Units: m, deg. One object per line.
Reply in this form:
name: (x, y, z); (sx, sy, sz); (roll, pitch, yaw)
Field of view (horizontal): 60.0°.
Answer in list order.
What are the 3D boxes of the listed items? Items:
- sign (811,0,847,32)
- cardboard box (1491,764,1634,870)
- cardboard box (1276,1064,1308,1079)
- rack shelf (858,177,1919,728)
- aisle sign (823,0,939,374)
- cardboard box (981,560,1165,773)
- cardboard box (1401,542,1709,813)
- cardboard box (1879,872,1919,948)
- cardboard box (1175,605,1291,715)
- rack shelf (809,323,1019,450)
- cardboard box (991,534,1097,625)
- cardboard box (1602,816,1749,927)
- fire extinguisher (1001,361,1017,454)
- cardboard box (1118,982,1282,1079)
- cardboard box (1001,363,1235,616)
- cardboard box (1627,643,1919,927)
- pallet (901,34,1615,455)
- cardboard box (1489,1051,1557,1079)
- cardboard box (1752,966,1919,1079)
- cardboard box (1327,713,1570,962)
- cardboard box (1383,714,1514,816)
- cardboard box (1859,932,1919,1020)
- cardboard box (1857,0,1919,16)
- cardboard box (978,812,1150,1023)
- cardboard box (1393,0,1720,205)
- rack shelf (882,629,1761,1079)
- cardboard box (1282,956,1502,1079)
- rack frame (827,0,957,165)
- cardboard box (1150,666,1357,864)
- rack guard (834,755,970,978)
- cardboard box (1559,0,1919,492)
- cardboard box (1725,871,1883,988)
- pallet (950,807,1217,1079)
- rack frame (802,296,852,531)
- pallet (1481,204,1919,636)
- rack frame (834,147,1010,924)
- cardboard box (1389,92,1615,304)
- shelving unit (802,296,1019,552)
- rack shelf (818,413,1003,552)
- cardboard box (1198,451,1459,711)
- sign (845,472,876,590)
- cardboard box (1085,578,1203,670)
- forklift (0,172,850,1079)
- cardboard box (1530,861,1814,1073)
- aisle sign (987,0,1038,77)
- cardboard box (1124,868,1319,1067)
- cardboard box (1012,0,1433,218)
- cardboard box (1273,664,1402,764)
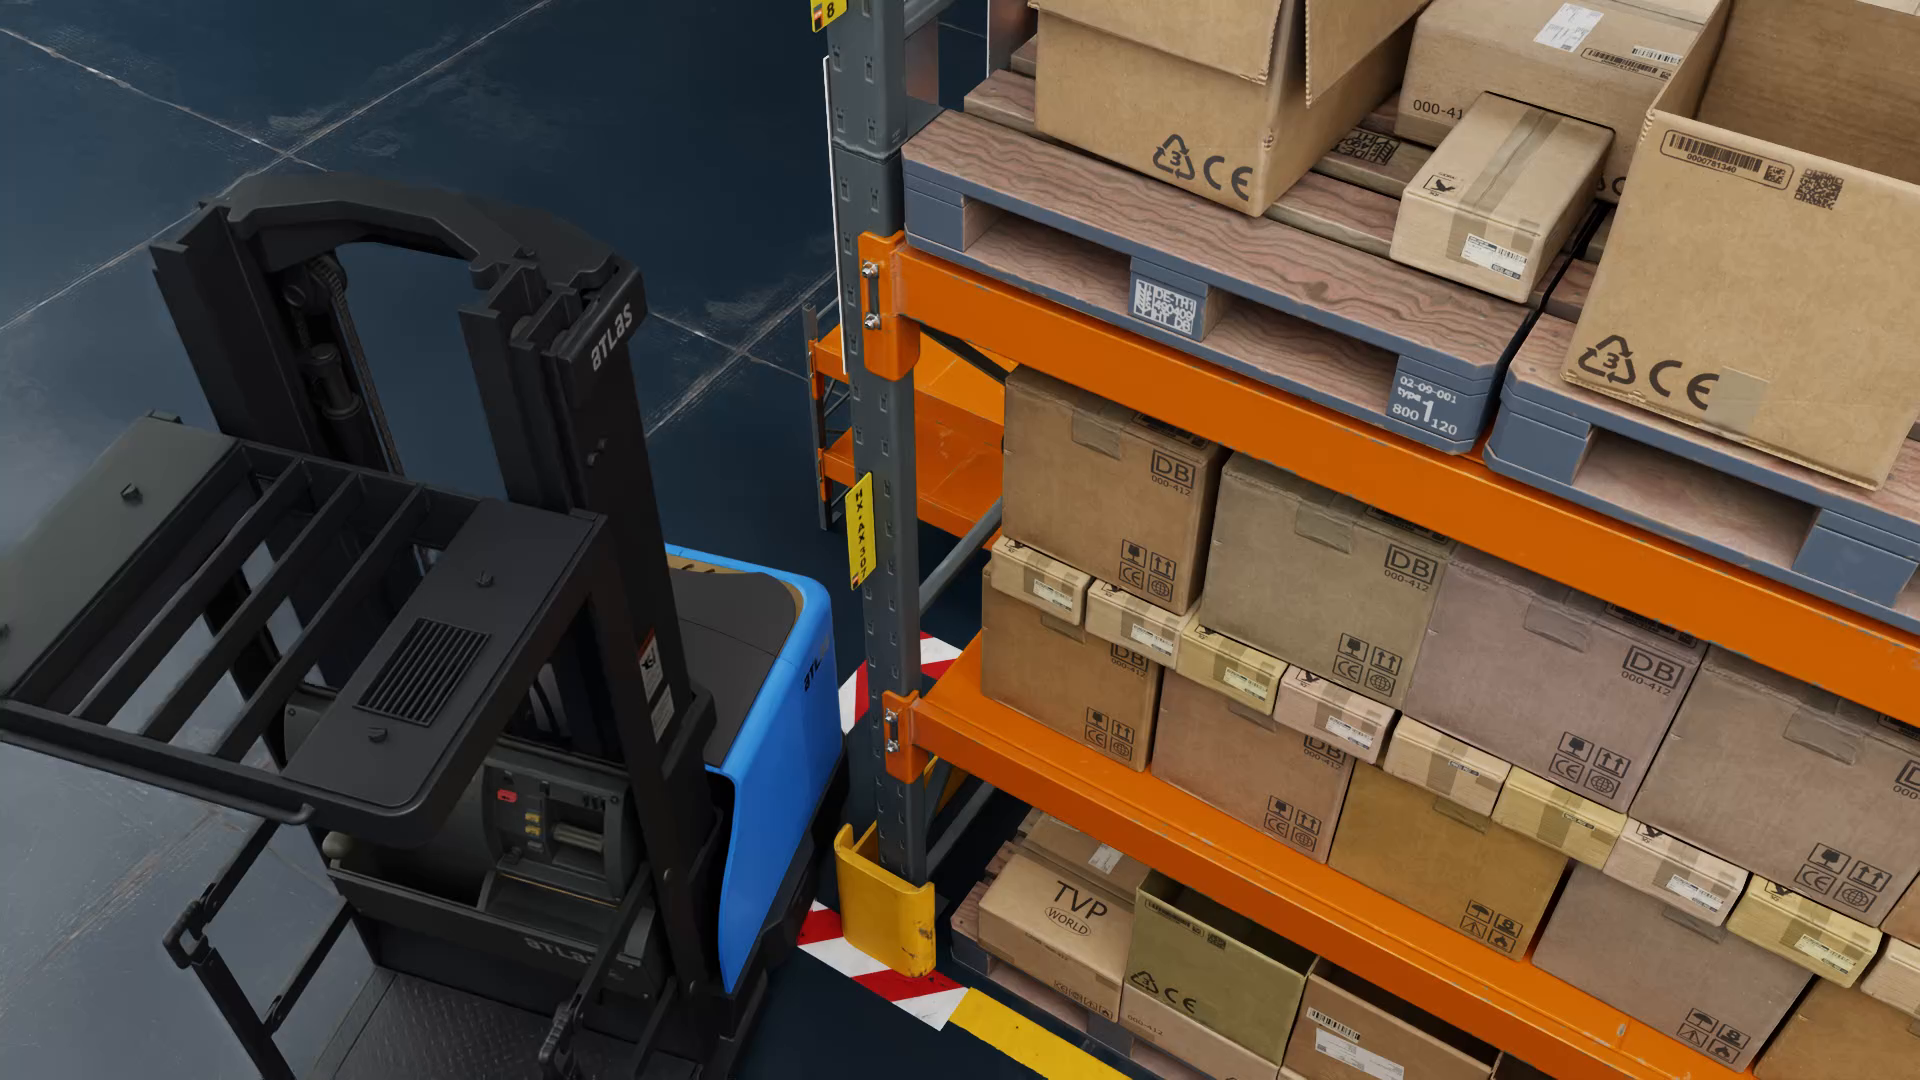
sign: (-0.239, -1.066, 2.938); (0.005, 0.325, 0.100); (25, 51, 22)
cardboard box: (1.365, 0.497, 3.653); (0.250, 0.149, 0.380); (24, 50, 22)
cardboard box: (1.241, 1.518, 4.808); (0.500, 0.250, 0.500); (25, 51, 22)
rack shelf: (1.749, -0.042, 3.109); (4.000, 0.370, 1.077); (25, 51, 22)
aisle sign: (-0.155, -0.768, 3.592); (0.004, 0.787, 0.394); (25, 51, 22)
cardboard box: (0.452, 0.132, 4.460); (0.500, 0.500, 0.700); (25, 51, 22)
cardboard box: (1.367, 0.096, 3.591); (0.500, 0.500, 0.700); (25, 51, 22)
cardboard box: (2.209, 0.483, 3.215); (0.500, 0.500, 0.700); (25, 51, 22)
cardboard box: (0.713, 0.198, 3.944); (0.250, 0.149, 0.380); (25, 51, 22)
rack shelf: (0.006, -0.593, 6.134); (1.000, 0.278, 0.538); (25, 51, 22)
cardboard box: (0.280, 0.000, 4.137); (0.250, 0.149, 0.380); (24, 51, 22)
cardboard box: (1.573, 0.595, 3.558); (0.250, 0.149, 0.380); (25, 51, 22)
fire extinguisher: (0.217, -0.321, 5.024); (0.183, 0.674, 0.296); (25, 51, 22)
cardboard box: (0.820, 1.324, 4.997); (0.500, 0.250, 0.500); (25, 51, 22)
cardboard box: (0.496, -0.299, 3.975); (0.500, 0.500, 0.700); (25, 51, 22)
cardboard box: (1.789, 0.289, 3.403); (0.500, 0.500, 0.700); (25, 51, 22)
pallet: (0.647, -0.747, 3.354); (1.213, 0.211, 1.003); (25, 51, 22)
cardboard box: (1.658, 1.453, 4.348); (0.500, 0.500, 0.500); (25, 51, 22)
cardboard box: (2.188, 0.928, 3.687); (0.500, 0.500, 0.700); (25, 51, 23)
cardboard box: (1.311, 0.528, 4.075); (0.500, 0.500, 0.700); (25, 51, 22)
cardboard box: (1.150, 0.398, 3.749); (0.250, 0.149, 0.380); (23, 50, 21)
cardboard box: (2.020, 0.798, 3.361); (0.250, 0.149, 0.380); (26, 51, 23)
cardboard box: (1.646, -0.729, 2.947); (0.500, 0.311, 0.500); (31, 53, 26)
cardboard box: (0.397, 1.132, 5.182); (0.500, 0.250, 0.500); (25, 51, 22)
cardboard box: (1.178, -0.923, 3.178); (0.500, 0.250, 0.500); (25, 51, 22)
rack shelf: (1.749, 1.004, 4.185); (4.000, 0.370, 1.077); (25, 51, 22)
cardboard box: (1.247, 1.249, 4.546); (0.500, 0.500, 0.500); (25, 51, 22)
rack frame: (0.066, -2.112, 2.528); (0.127, 3.000, 1.000); (25, 51, 22)
cardboard box: (0.897, 0.333, 4.265); (0.500, 0.500, 0.700); (26, 51, 23)
rack guard: (0.046, 0.840, 5.585); (0.348, 0.500, 1.175); (25, 51, 22)
cardboard box: (1.316, -0.489, 2.582); (0.500, 0.500, 0.500); (25, 51, 22)
cardboard box: (1.795, 0.697, 3.459); (0.250, 0.149, 0.380); (26, 51, 23)
pallet: (0.732, 1.221, 5.416); (1.213, 0.211, 1.003); (25, 51, 22)
rack frame: (-0.422, -0.586, 6.535); (0.032, 1.125, 0.500); (25, 51, 22)
pallet: (1.678, -0.275, 2.896); (1.213, 0.211, 1.003); (25, 51, 22)
rack frame: (0.066, -0.021, 4.679); (0.127, 3.000, 1.000); (25, 51, 22)
cardboard box: (0.961, -0.612, 2.947); (0.250, 0.149, 0.380); (25, 51, 22)
shelving unit: (0.006, -0.389, 6.344); (1.048, 1.125, 0.538); (25, 51, 22)
rack shelf: (0.006, -0.219, 6.519); (1.000, 0.278, 0.538); (25, 51, 22)
cardboard box: (0.942, -0.099, 3.780); (0.500, 0.500, 0.700); (23, 50, 21)
sign: (-0.239, -0.018, 4.017); (0.005, 0.325, 0.100); (25, 51, 22)
cardboard box: (0.504, 0.100, 4.039); (0.250, 0.149, 0.380); (23, 50, 21)
forklift: (-1.313, 0.759, 3.969); (1.130, 2.935, 3.031); (13, 47, 12)
cardboard box: (1.757, 0.730, 3.879); (0.500, 0.500, 0.700); (26, 51, 23)
aisle sign: (0.169, -1.130, 3.944); (0.004, 0.787, 0.394); (25, 51, 22)
cardboard box: (0.819, 1.064, 4.727); (0.500, 0.500, 0.500); (25, 51, 22)
cardboard box: (0.547, -1.073, 3.147); (0.637, 0.503, 0.797); (28, 52, 25)
cardboard box: (0.924, 0.297, 3.848); (0.250, 0.149, 0.380); (24, 50, 22)
